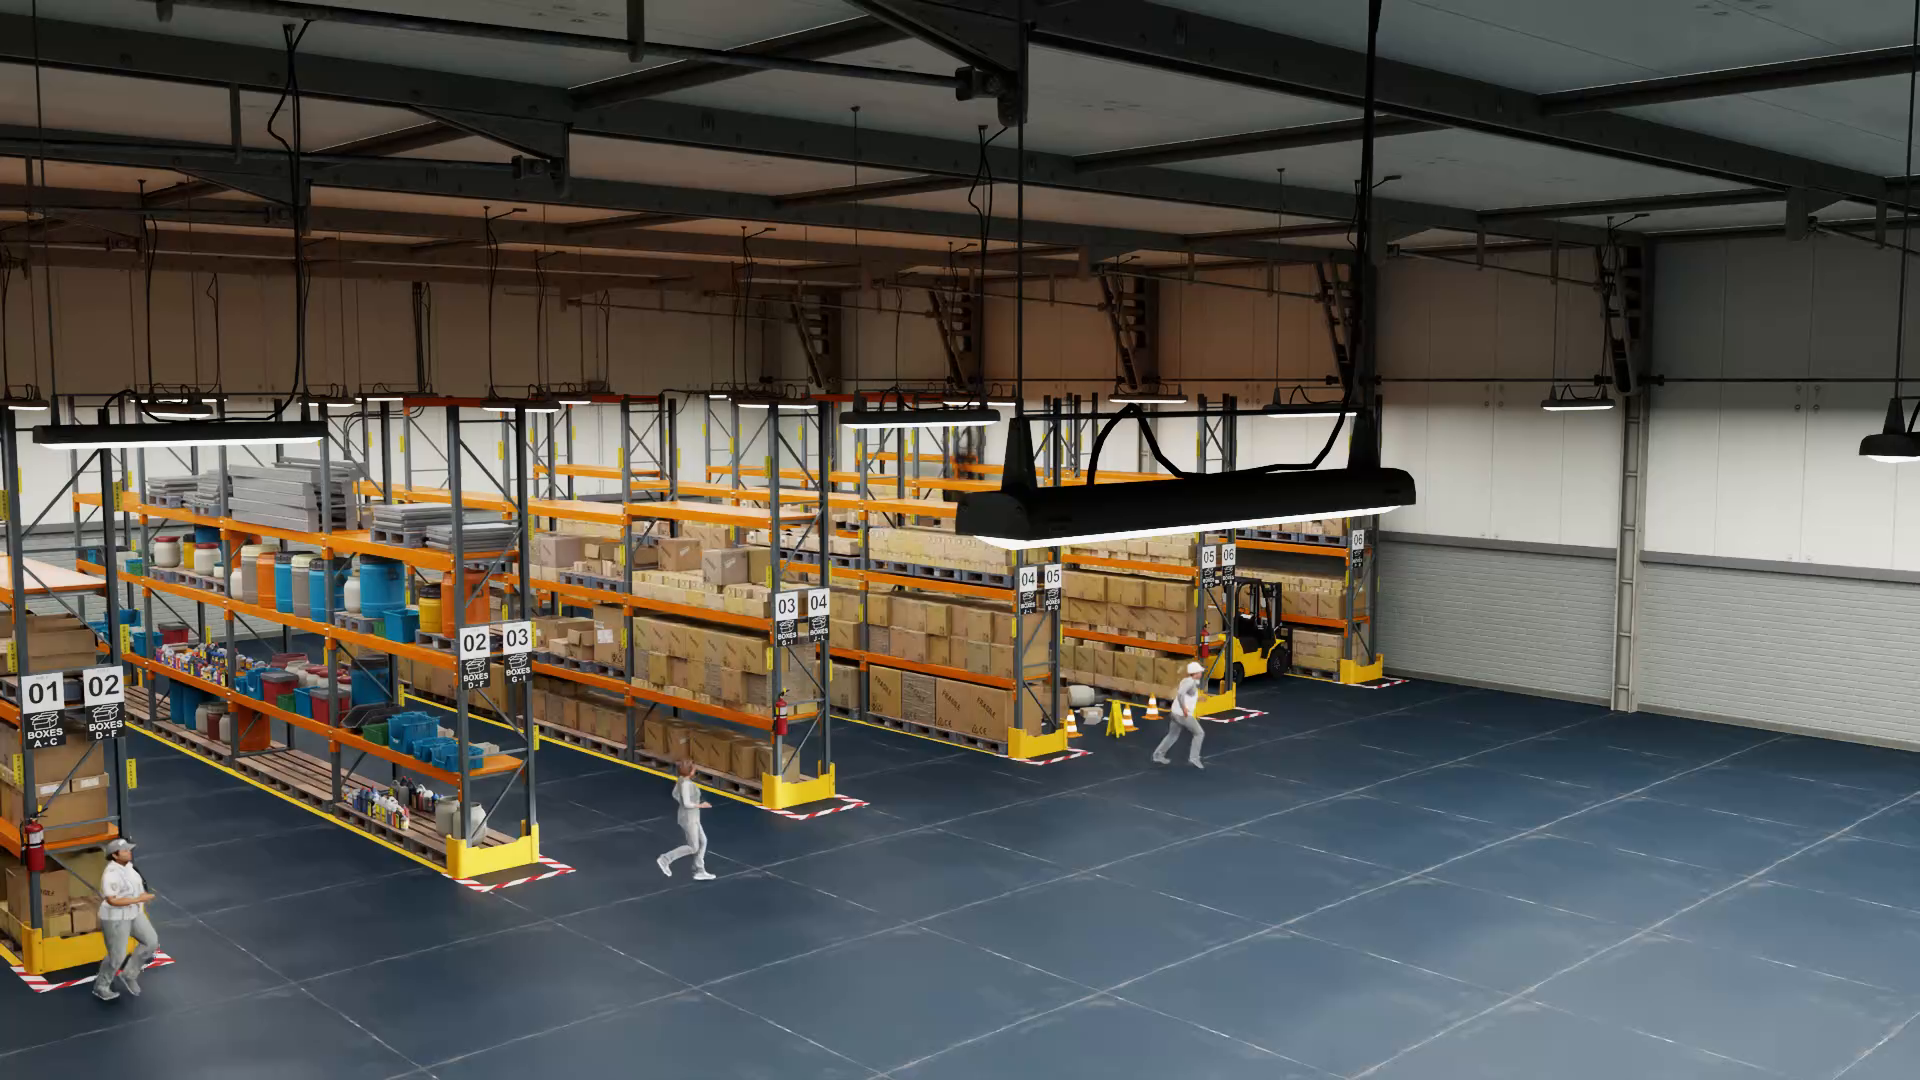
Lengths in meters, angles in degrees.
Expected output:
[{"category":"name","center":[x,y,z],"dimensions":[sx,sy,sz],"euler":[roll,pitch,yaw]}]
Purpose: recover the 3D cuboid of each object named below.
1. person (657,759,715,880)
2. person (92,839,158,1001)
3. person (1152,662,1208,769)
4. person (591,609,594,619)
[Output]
[{"category":"person","center":[-3.460,3.532,20.942],"dimensions":[0.738,1.569,0.548],"euler":[-1,6,-15]},{"category":"person","center":[-8.516,3.871,16.950],"dimensions":[0.676,1.687,0.617],"euler":[0,6,1]},{"category":"person","center":[3.606,2.868,27.085],"dimensions":[0.913,1.771,0.677],"euler":[0,6,-3]},{"category":"person","center":[-8.943,1.453,41.640],"dimensions":[0.624,1.823,0.879],"euler":[4,7,39]}]
